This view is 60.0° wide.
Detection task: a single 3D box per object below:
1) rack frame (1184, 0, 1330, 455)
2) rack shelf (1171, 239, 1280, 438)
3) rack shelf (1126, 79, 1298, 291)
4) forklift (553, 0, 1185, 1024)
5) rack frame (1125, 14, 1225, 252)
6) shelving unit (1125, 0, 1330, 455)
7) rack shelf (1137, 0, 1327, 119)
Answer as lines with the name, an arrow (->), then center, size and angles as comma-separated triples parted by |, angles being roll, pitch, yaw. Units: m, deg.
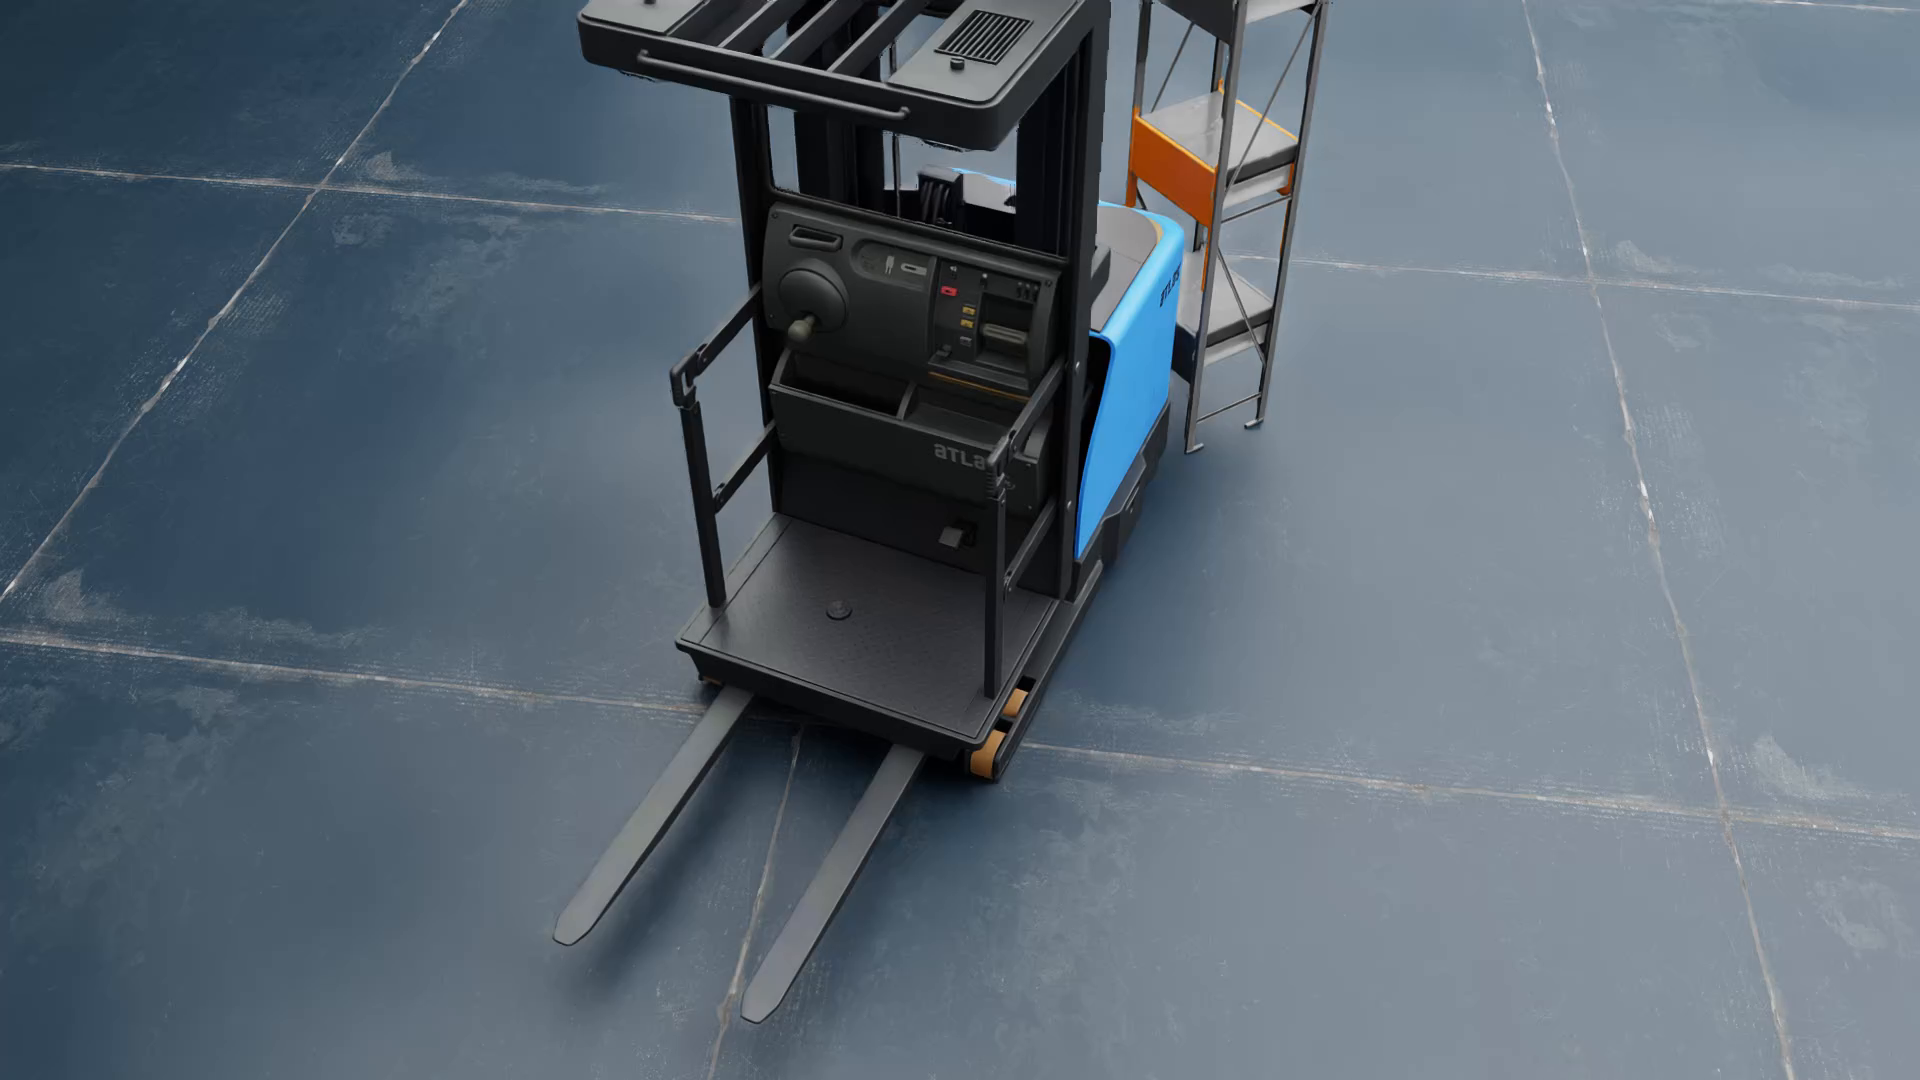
rack frame -> 1.060, -1.180, 5.966 | 0.400, 2.100, 0.015 | -24, 48, -23
rack shelf -> 0.931, -0.802, 6.606 | 0.431, 0.518, 0.480 | -24, 48, -23
rack shelf -> 0.929, -1.311, 6.125 | 0.431, 0.518, 0.480 | -24, 48, -23
forklift -> -0.245, -0.628, 4.781 | 1.130, 2.935, 3.031 | 17, 46, 17
rack frame -> 0.798, -1.462, 6.266 | 0.400, 2.100, 0.015 | -24, 48, -23
shelving unit -> 0.929, -1.321, 6.116 | 0.431, 2.100, 0.503 | -24, 48, -23
rack shelf -> 0.927, -1.820, 5.645 | 0.431, 0.518, 0.480 | -24, 48, -23
